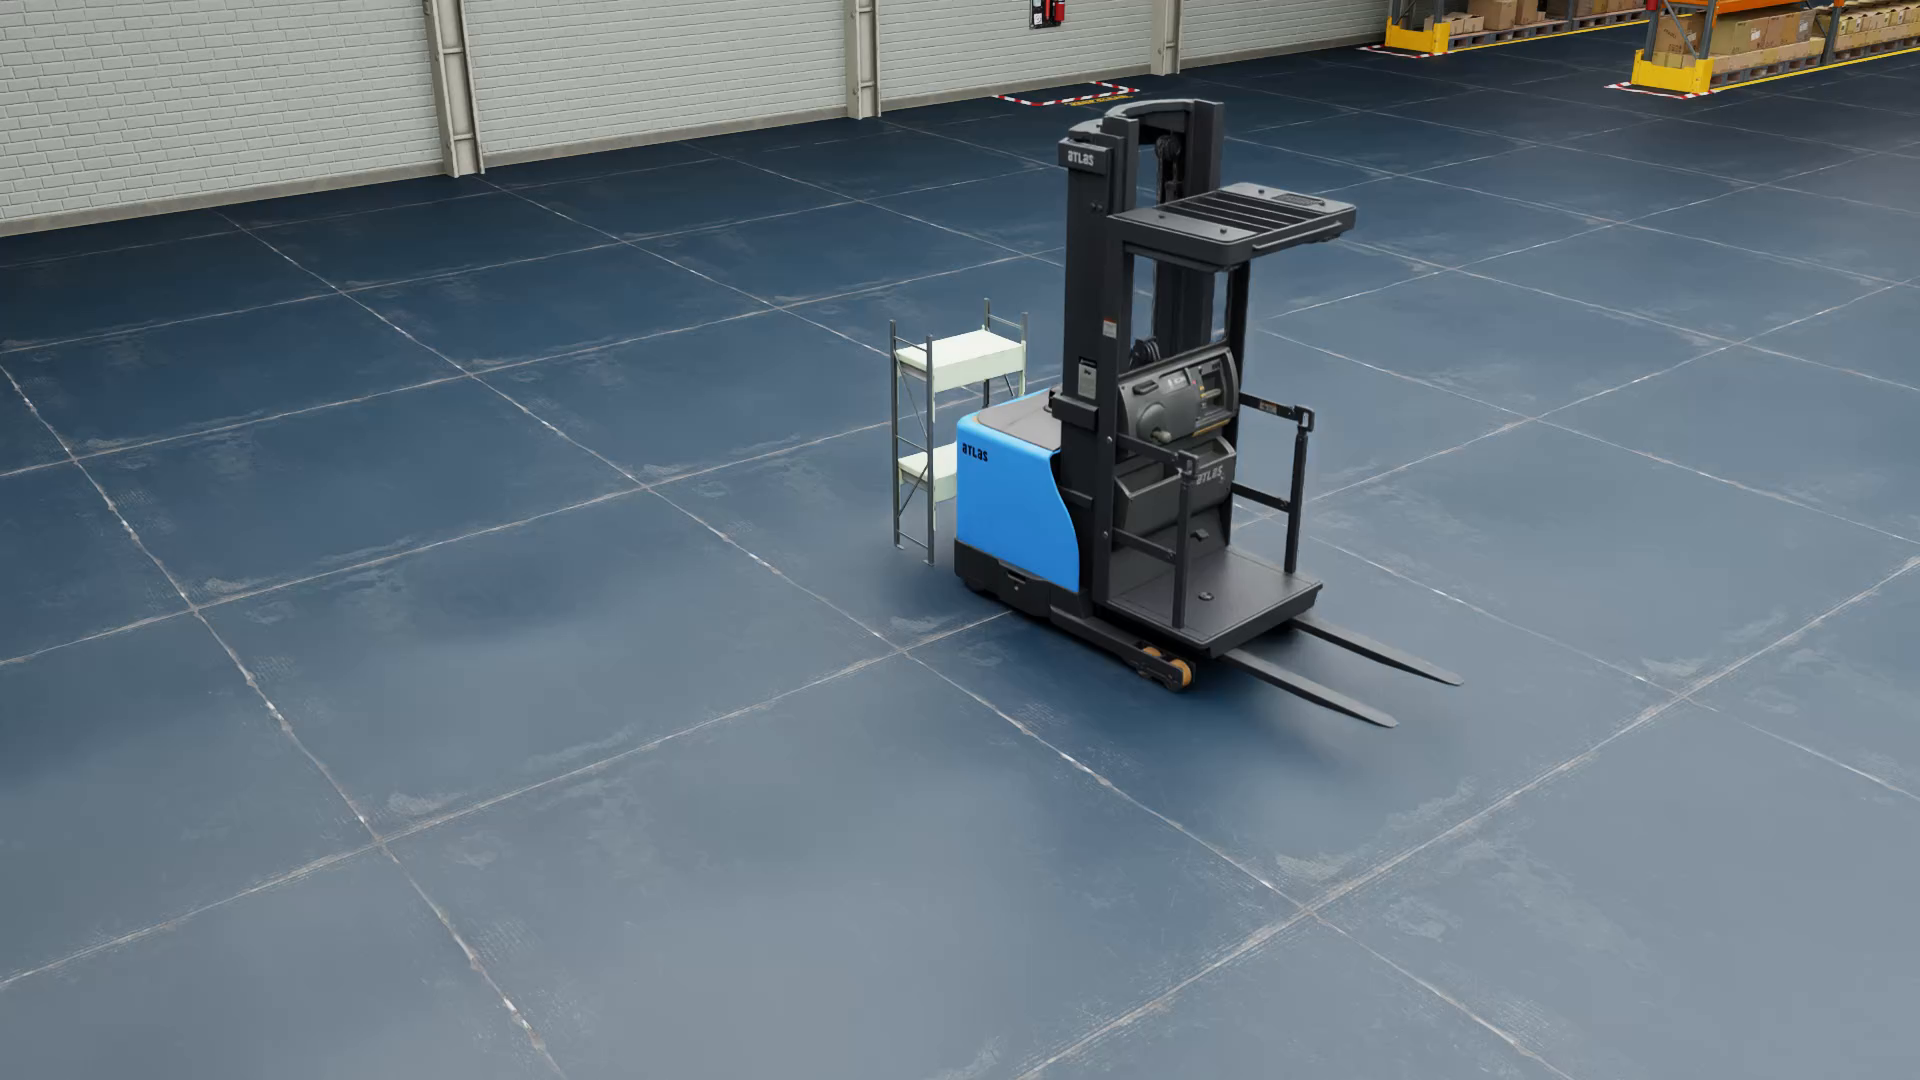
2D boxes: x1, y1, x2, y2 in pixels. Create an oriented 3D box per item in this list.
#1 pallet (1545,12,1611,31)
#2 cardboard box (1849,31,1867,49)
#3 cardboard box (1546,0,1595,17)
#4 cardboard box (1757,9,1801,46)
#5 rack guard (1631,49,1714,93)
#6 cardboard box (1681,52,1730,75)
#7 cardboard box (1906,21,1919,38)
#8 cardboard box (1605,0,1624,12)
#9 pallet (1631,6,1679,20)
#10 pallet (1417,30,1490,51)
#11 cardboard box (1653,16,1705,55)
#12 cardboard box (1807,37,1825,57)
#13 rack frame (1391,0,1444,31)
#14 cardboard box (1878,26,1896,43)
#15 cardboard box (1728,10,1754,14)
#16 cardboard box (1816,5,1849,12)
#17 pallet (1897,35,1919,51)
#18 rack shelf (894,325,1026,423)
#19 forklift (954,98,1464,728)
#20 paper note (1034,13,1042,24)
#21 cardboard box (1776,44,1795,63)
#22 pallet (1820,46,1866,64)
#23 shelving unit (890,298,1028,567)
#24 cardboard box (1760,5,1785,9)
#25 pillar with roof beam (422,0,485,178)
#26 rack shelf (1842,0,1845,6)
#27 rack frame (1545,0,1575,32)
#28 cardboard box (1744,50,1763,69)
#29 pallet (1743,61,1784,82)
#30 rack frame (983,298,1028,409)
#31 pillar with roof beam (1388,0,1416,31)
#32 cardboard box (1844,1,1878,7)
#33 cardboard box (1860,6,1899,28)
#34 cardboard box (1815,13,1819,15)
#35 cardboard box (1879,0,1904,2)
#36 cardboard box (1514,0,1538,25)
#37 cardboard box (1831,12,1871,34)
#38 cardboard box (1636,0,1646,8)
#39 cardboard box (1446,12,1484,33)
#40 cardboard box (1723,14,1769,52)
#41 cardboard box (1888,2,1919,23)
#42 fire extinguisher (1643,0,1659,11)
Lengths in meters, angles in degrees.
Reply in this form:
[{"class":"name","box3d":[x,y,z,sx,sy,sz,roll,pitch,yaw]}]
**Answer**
[{"class":"pallet","box3d":[11.807,-10.064,32.183,1.213,0.211,1.003,-18,31,-34]},{"class":"cardboard box","box3d":[15.128,-8.584,28.450,0.500,0.250,0.500,-17,30,-33]},{"class":"cardboard box","box3d":[11.764,-10.388,32.017,0.500,0.500,0.700,-17,30,-32]},{"class":"cardboard box","box3d":[13.233,-8.319,26.989,0.500,0.500,0.500,-18,31,-34]},{"class":"rack guard","box3d":[11.088,-7.307,25.900,0.348,0.500,1.175,-18,31,-34]},{"class":"cardboard box","box3d":[11.666,-7.456,26.019,0.500,0.250,0.500,-18,31,-34]},{"class":"cardboard box","box3d":[16.735,-9.116,29.596,0.500,0.250,0.500,-19,31,-35]},{"class":"cardboard box","box3d":[12.566,-10.658,32.599,0.500,0.500,0.700,-18,30,-33]},{"class":"pallet","box3d":[13.727,-10.698,33.549,1.213,0.211,1.003,-18,31,-34]},{"class":"pallet","box3d":[8.768,-9.041,29.980,1.213,0.211,1.003,-18,31,-34]},{"class":"cardboard box","box3d":[11.345,-7.968,26.232,0.500,0.500,0.500,-18,31,-34]},{"class":"cardboard box","box3d":[14.025,-8.236,27.701,0.500,0.250,0.500,-18,31,-34]},{"class":"rack frame","box3d":[8.047,-10.087,28.921,0.127,3.000,1.000,-18,31,-34]},{"class":"cardboard box","box3d":[15.935,-8.851,29.026,0.500,0.250,0.500,-18,30,-33]},{"class":"cardboard box","box3d":[12.517,-8.362,27.081,0.500,0.500,0.500,-18,31,-34]},{"class":"cardboard box","box3d":[15.196,-9.150,29.003,0.500,0.311,0.500,-18,31,-34]},{"class":"pallet","box3d":[16.730,-9.059,30.019,1.213,0.211,1.003,-18,31,-34]},{"class":"rack shelf","box3d":[-0.005,-1.033,10.266,0.720,0.370,0.431,-18,31,-34]},{"class":"forklift","box3d":[1.340,-0.759,8.904,1.130,2.935,3.031,-22,33,-38]},{"class":"paper note","box3d":[1.193,-7.945,25.351,0.142,0.148,0.016,-18,31,-34]},{"class":"cardboard box","box3d":[13.241,-7.975,27.138,0.500,0.250,0.500,-18,31,-34]},{"class":"pallet","box3d":[14.810,-8.425,28.653,1.213,0.211,1.003,-18,31,-34]},{"class":"shelving unit","box3d":[-0.005,-0.679,10.431,0.755,1.500,0.431,-18,31,-34]},{"class":"cardboard box","box3d":[13.308,-8.620,27.637,0.500,0.500,0.500,-18,31,-34]},{"class":"pillar with roof beam","box3d":[-3.444,-7.174,15.519,0.400,9.000,9.100,-18,31,-34]},{"class":"rack shelf","box3d":[15.828,-9.679,28.897,4.000,0.370,1.077,-18,31,-34]},{"class":"rack frame","box3d":[11.195,-11.126,31.160,0.127,3.000,1.000,-18,31,-34]},{"class":"cardboard box","box3d":[12.451,-7.716,26.581,0.500,0.250,0.500,-18,31,-34]},{"class":"pallet","box3d":[12.642,-7.710,27.111,1.213,0.211,1.003,-18,31,-34]},{"class":"rack frame","box3d":[0.283,-0.774,10.635,0.023,1.500,0.400,-18,31,-34]},{"class":"pillar with roof beam","box3d":[10.721,-11.850,25.594,0.400,9.000,9.100,-18,31,-34]},{"class":"cardboard box","box3d":[15.998,-9.413,29.570,0.500,0.311,0.500,-19,31,-35]},{"class":"cardboard box","box3d":[15.943,-9.108,28.913,0.500,0.311,0.500,-17,30,-33]},{"class":"cardboard box","box3d":[14.396,-8.884,28.430,0.500,0.311,0.500,-18,31,-34]},{"class":"cardboard box","box3d":[16.809,-9.684,30.154,0.500,0.311,0.500,-17,30,-32]},{"class":"cardboard box","box3d":[10.403,-9.909,30.984,0.500,0.500,0.500,-21,32,-38]},{"class":"cardboard box","box3d":[15.131,-8.837,28.328,0.500,0.311,0.500,-19,31,-35]},{"class":"cardboard box","box3d":[13.331,-10.931,33.187,0.500,0.500,0.700,-18,31,-34]},{"class":"cardboard box","box3d":[9.096,-9.365,30.036,0.500,0.311,0.500,-15,29,-30]},{"class":"cardboard box","box3d":[12.444,-8.060,26.431,0.500,0.500,0.500,-18,31,-34]},{"class":"cardboard box","box3d":[16.737,-9.368,29.473,0.500,0.311,0.500,-19,31,-35]},{"class":"fire extinguisher","box3d":[10.727,-8.535,25.669,0.183,0.674,0.296,-18,31,-34]}]
